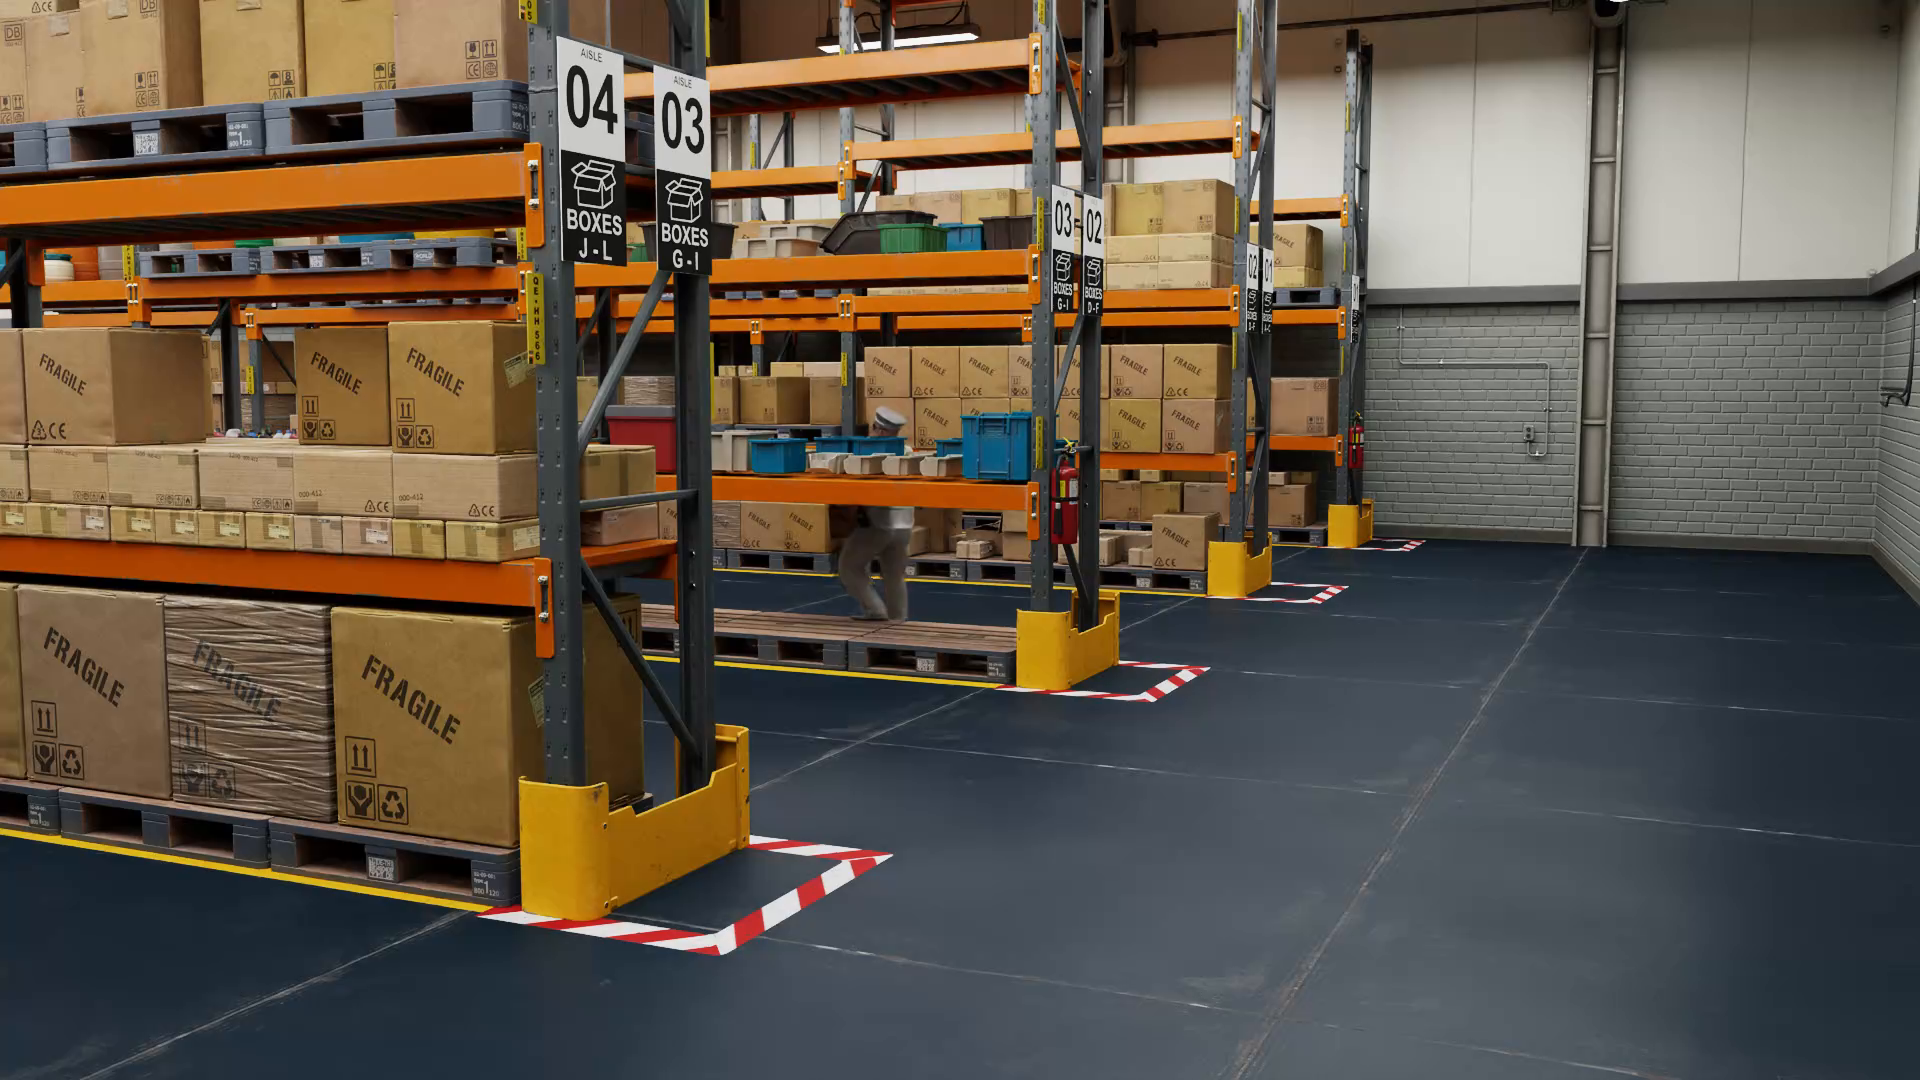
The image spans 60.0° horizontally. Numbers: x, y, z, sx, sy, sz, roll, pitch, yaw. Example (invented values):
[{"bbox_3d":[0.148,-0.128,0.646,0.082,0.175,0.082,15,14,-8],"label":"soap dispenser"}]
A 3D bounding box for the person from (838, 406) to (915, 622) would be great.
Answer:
[{"bbox_3d":[-0.608,-0.104,12.379,0.529,1.786,0.520,5,7,42],"label":"person"}]
